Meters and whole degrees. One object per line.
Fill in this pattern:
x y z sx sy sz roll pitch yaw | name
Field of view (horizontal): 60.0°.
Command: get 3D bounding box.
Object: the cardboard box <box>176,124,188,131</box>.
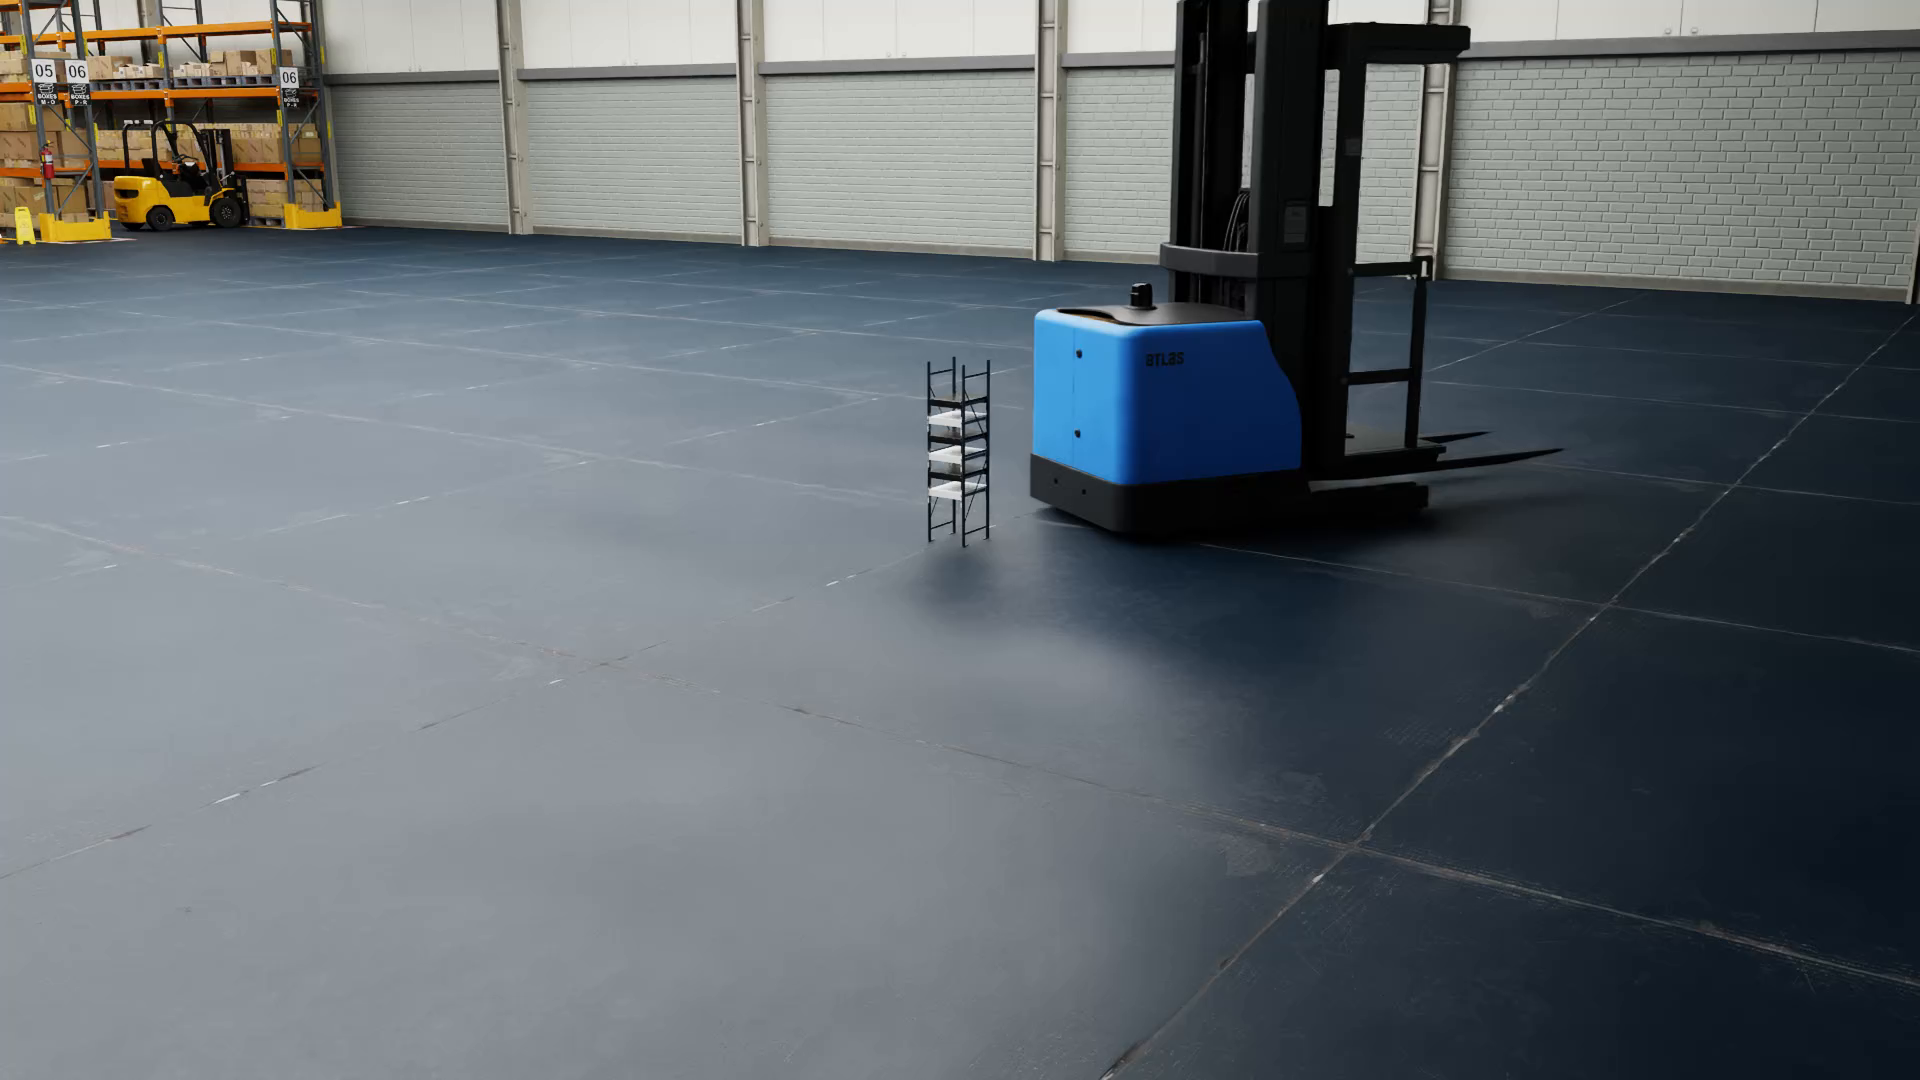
-16.695 -8.921 35.942 0.250 0.149 0.380 10 17 34 | cardboard box

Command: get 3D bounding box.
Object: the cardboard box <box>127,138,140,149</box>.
-18.196 -8.837 37.052 0.500 0.250 0.500 10 17 34 | cardboard box

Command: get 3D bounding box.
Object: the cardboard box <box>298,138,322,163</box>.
-13.731 -8.149 34.792 0.500 0.500 0.500 10 17 35 | cardboard box

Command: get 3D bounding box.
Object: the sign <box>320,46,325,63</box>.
-13.161 -10.007 34.281 0.005 0.325 0.100 9 17 33 | sign

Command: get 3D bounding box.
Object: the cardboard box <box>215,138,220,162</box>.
-15.710 -8.318 35.474 0.500 0.500 0.500 9 17 32 | cardboard box

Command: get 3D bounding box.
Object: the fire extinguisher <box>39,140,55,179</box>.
-16.405 -6.844 29.888 0.183 0.674 0.296 9 17 33 | fire extinguisher

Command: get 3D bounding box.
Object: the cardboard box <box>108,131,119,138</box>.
-18.937 -9.143 37.455 0.250 0.149 0.380 10 17 34 | cardboard box

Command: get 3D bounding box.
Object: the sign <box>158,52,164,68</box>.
-17.089 -10.265 35.576 0.005 0.325 0.100 9 17 33 | sign

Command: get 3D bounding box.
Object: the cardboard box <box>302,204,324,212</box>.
-13.774 -6.953 35.016 0.500 0.250 0.500 9 17 33 | cardboard box

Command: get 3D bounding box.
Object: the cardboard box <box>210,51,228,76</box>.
-15.237 -9.991 34.903 0.637 0.503 0.797 10 17 35 | cardboard box

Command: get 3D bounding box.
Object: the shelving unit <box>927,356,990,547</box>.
-0.007 -0.438 8.219 0.210 0.900 0.258 9 17 33 | shelving unit

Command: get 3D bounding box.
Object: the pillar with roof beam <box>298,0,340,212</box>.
-15.953 -10.306 31.227 0.400 9.000 9.100 9 17 33 | pillar with roof beam

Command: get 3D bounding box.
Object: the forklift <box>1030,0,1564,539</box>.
1.938 -1.645 8.869 3.031 2.935 1.130 -6 15 -24 | forklift

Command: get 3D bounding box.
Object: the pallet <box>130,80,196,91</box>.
-17.533 -9.994 36.609 1.217 0.209 0.805 8 16 31 | pallet

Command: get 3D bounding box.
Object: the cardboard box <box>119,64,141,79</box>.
-18.168 -10.332 36.679 0.500 0.311 0.500 9 16 31 | cardboard box

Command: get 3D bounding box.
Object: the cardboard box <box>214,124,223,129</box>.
-15.582 -8.764 35.308 0.250 0.149 0.380 9 17 33 | cardboard box

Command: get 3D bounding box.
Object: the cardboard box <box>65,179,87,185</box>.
-20.665 -8.373 38.882 0.250 0.149 0.380 8 16 30 | cardboard box

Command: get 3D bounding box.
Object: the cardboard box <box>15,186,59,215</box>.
-17.053 -6.277 30.726 0.500 0.500 0.500 9 17 33 | cardboard box

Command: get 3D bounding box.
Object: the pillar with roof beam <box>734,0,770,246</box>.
-5.995 -8.696 24.726 0.400 9.000 9.100 9 17 33 | pillar with roof beam

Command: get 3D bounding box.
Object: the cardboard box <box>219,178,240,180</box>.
-15.730 -7.607 35.579 0.500 0.250 0.500 10 17 35 | cardboard box

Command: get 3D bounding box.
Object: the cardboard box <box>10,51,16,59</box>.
-16.880 -8.738 30.002 0.250 0.149 0.380 10 17 34 | cardboard box

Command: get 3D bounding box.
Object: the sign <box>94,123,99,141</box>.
-15.940 -7.517 30.645 0.005 0.325 0.100 9 17 33 | sign

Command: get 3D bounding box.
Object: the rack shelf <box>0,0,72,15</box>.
-17.902 -9.818 30.761 4.000 0.370 1.077 9 17 33 | rack shelf

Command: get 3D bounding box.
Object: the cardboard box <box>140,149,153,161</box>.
-17.779 -8.524 36.827 0.500 0.250 0.500 9 17 32 | cardboard box

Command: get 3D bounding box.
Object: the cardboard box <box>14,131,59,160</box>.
-16.847 -7.199 30.336 0.500 0.500 0.500 9 16 32 | cardboard box

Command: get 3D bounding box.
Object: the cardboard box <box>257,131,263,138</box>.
-14.329 -8.408 34.489 0.250 0.149 0.380 10 17 34 | cardboard box

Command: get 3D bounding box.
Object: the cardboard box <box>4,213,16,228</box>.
-17.489 -5.983 31.100 0.500 0.250 0.500 9 17 33 | cardboard box

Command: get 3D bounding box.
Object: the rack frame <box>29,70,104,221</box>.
-16.242 -6.989 30.312 0.127 3.000 1.000 9 17 33 | rack frame

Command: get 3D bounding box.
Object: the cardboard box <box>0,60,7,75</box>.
-17.227 -8.601 30.278 0.500 0.250 0.500 9 16 32 | cardboard box

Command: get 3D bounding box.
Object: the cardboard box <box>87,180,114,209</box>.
-19.604 -8.016 38.532 0.625 0.625 0.875 10 17 35 | cardboard box

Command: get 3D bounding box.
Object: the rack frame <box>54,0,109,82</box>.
-20.113 -11.964 37.925 0.127 3.000 1.000 9 17 33 | rack frame

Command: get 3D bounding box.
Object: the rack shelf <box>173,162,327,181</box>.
-15.135 -7.898 35.482 4.000 0.370 1.077 9 17 33 | rack shelf

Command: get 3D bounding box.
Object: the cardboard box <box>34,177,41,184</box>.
-21.925 -8.599 39.797 0.250 0.149 0.380 9 17 33 | cardboard box

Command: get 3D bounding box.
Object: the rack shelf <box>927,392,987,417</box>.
-0.007 -0.668 8.163 0.200 0.077 0.258 9 17 33 | rack shelf

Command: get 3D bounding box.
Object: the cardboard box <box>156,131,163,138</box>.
-17.426 -8.911 36.521 0.250 0.149 0.380 9 16 32 | cardboard box

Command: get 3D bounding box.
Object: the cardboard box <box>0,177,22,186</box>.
-17.602 -6.662 30.931 0.250 0.149 0.380 10 17 34 | cardboard box

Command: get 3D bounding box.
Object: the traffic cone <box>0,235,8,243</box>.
-17.319 -5.558 29.811 0.334 0.463 0.336 9 17 33 | traffic cone

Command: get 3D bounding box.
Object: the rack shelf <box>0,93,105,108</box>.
-21.773 -10.427 39.456 4.000 0.370 1.077 9 17 33 | rack shelf

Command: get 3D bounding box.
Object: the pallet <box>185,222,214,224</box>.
-16.158 -7.047 36.350 1.213 0.211 1.003 9 17 33 | pallet

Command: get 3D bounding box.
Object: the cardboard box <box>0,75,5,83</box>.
-17.294 -8.431 30.420 0.250 0.149 0.380 9 17 33 | cardboard box

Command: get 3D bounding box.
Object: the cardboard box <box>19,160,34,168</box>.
-16.944 -6.886 30.420 0.250 0.149 0.380 9 16 32 | cardboard box

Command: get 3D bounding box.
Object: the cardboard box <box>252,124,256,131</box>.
-14.509 -8.597 34.634 0.250 0.149 0.380 9 17 33 | cardboard box

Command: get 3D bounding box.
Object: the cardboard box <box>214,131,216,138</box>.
-15.631 -8.606 35.288 0.250 0.149 0.380 9 16 31 | cardboard box

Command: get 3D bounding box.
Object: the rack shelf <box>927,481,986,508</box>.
-0.007 -0.231 8.271 0.200 0.077 0.258 9 17 33 | rack shelf
